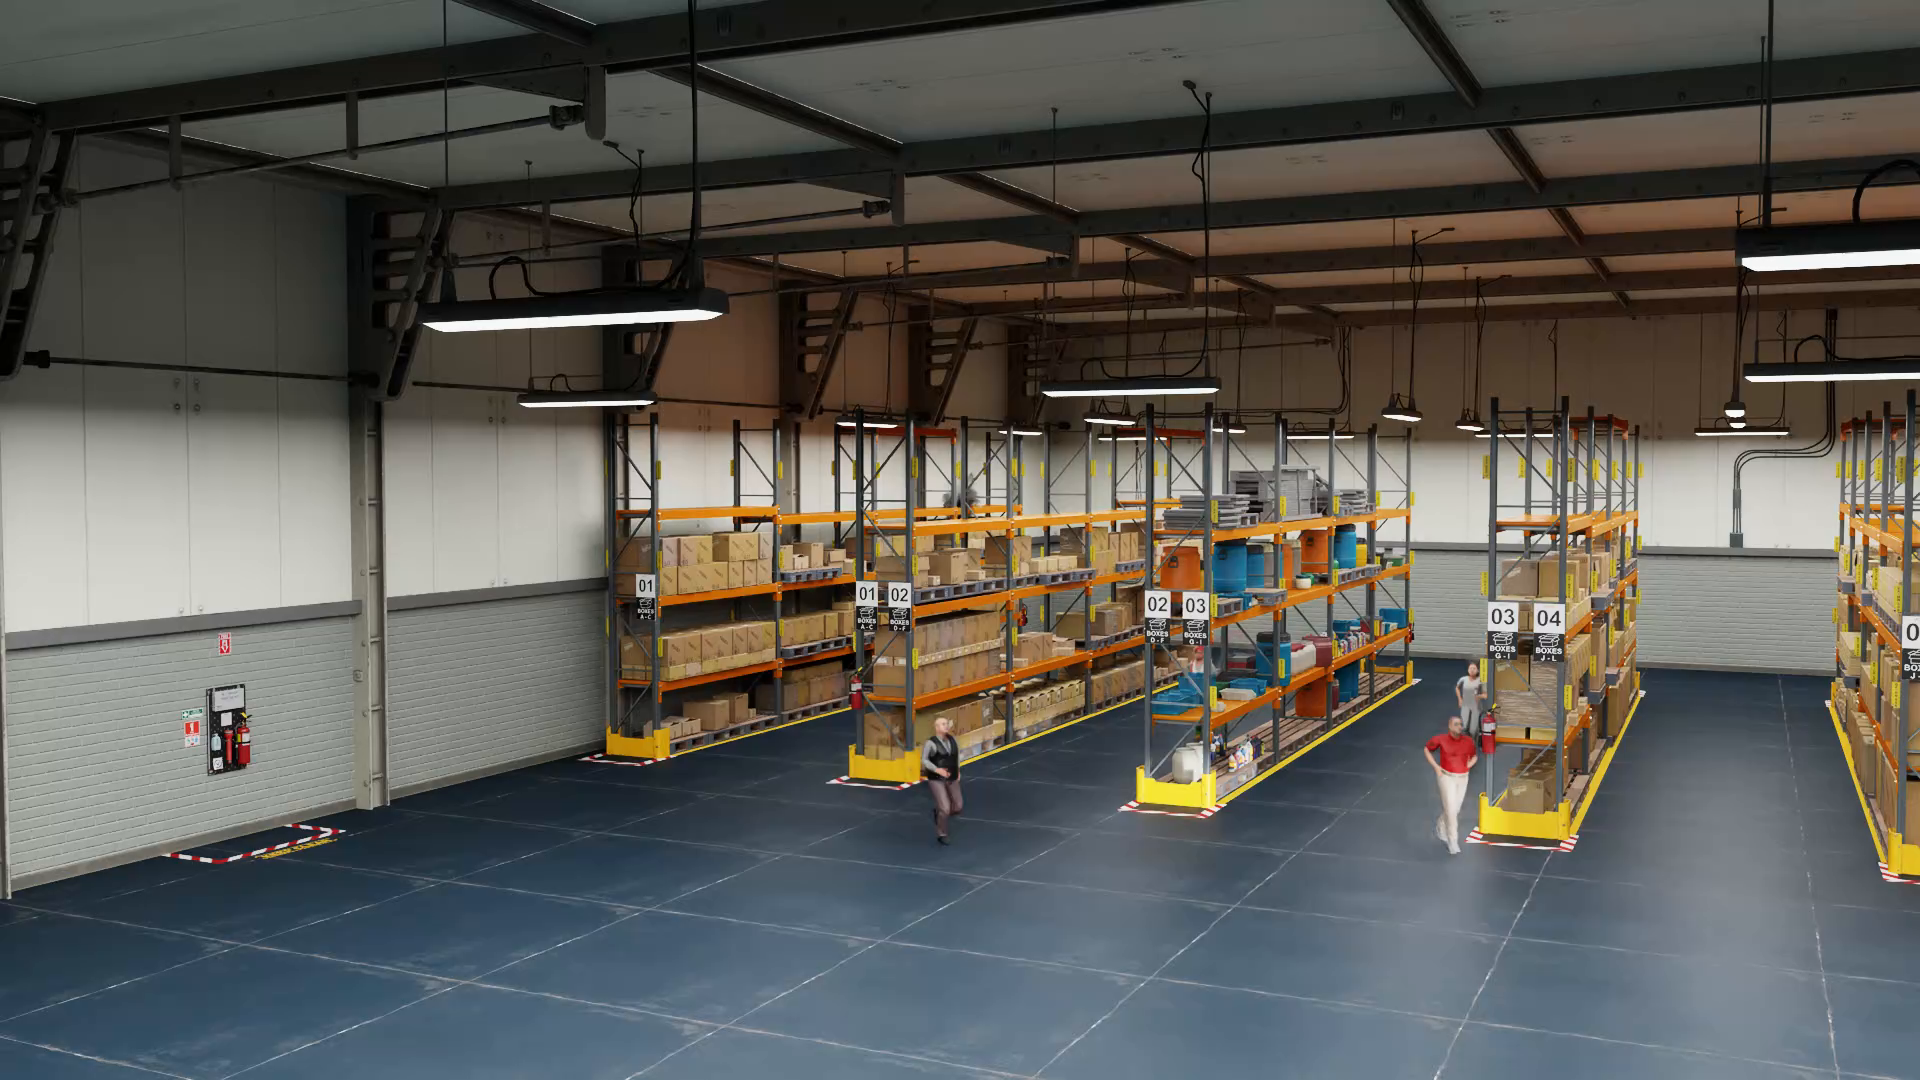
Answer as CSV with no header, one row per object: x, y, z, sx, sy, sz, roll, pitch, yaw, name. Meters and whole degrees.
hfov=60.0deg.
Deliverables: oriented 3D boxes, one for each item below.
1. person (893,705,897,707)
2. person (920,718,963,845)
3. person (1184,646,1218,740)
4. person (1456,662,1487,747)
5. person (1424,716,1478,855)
-1.047,2.830,32.318,0.588,1.712,0.756,1,3,16,person
-0.235,3.229,22.355,0.691,1.686,0.609,-2,3,-38,person
4.478,2.834,30.994,0.656,1.745,0.615,1,3,26,person
8.886,2.956,28.915,0.539,1.677,0.692,1,3,20,person
6.544,3.212,22.046,0.661,1.755,0.863,-1,2,-12,person
